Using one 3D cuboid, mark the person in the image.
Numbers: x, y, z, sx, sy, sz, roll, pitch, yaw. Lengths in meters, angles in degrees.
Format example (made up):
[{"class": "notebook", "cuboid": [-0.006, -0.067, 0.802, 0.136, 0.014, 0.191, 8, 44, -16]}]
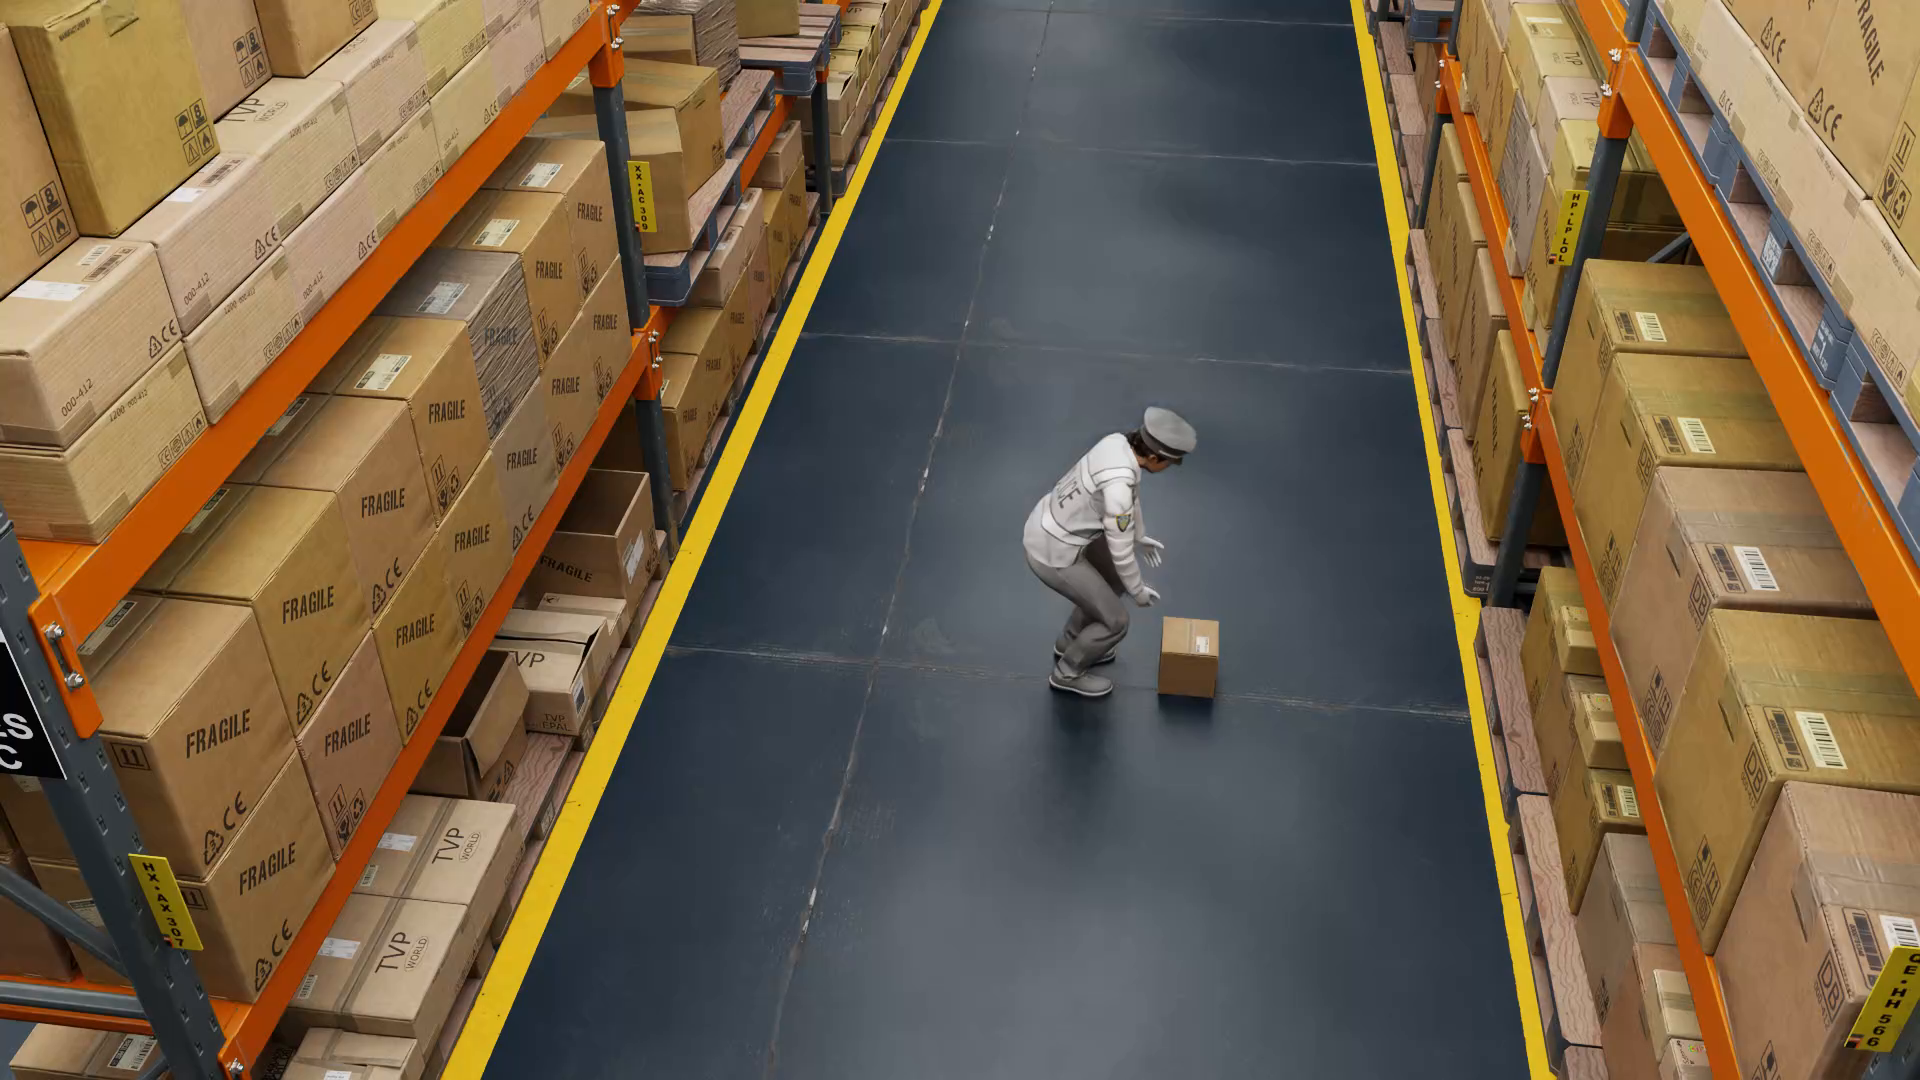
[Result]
[{"class": "person", "cuboid": [0.631, 0.032, 7.245, 0.709, 1.375, 0.535, 5, 37, 6]}]
